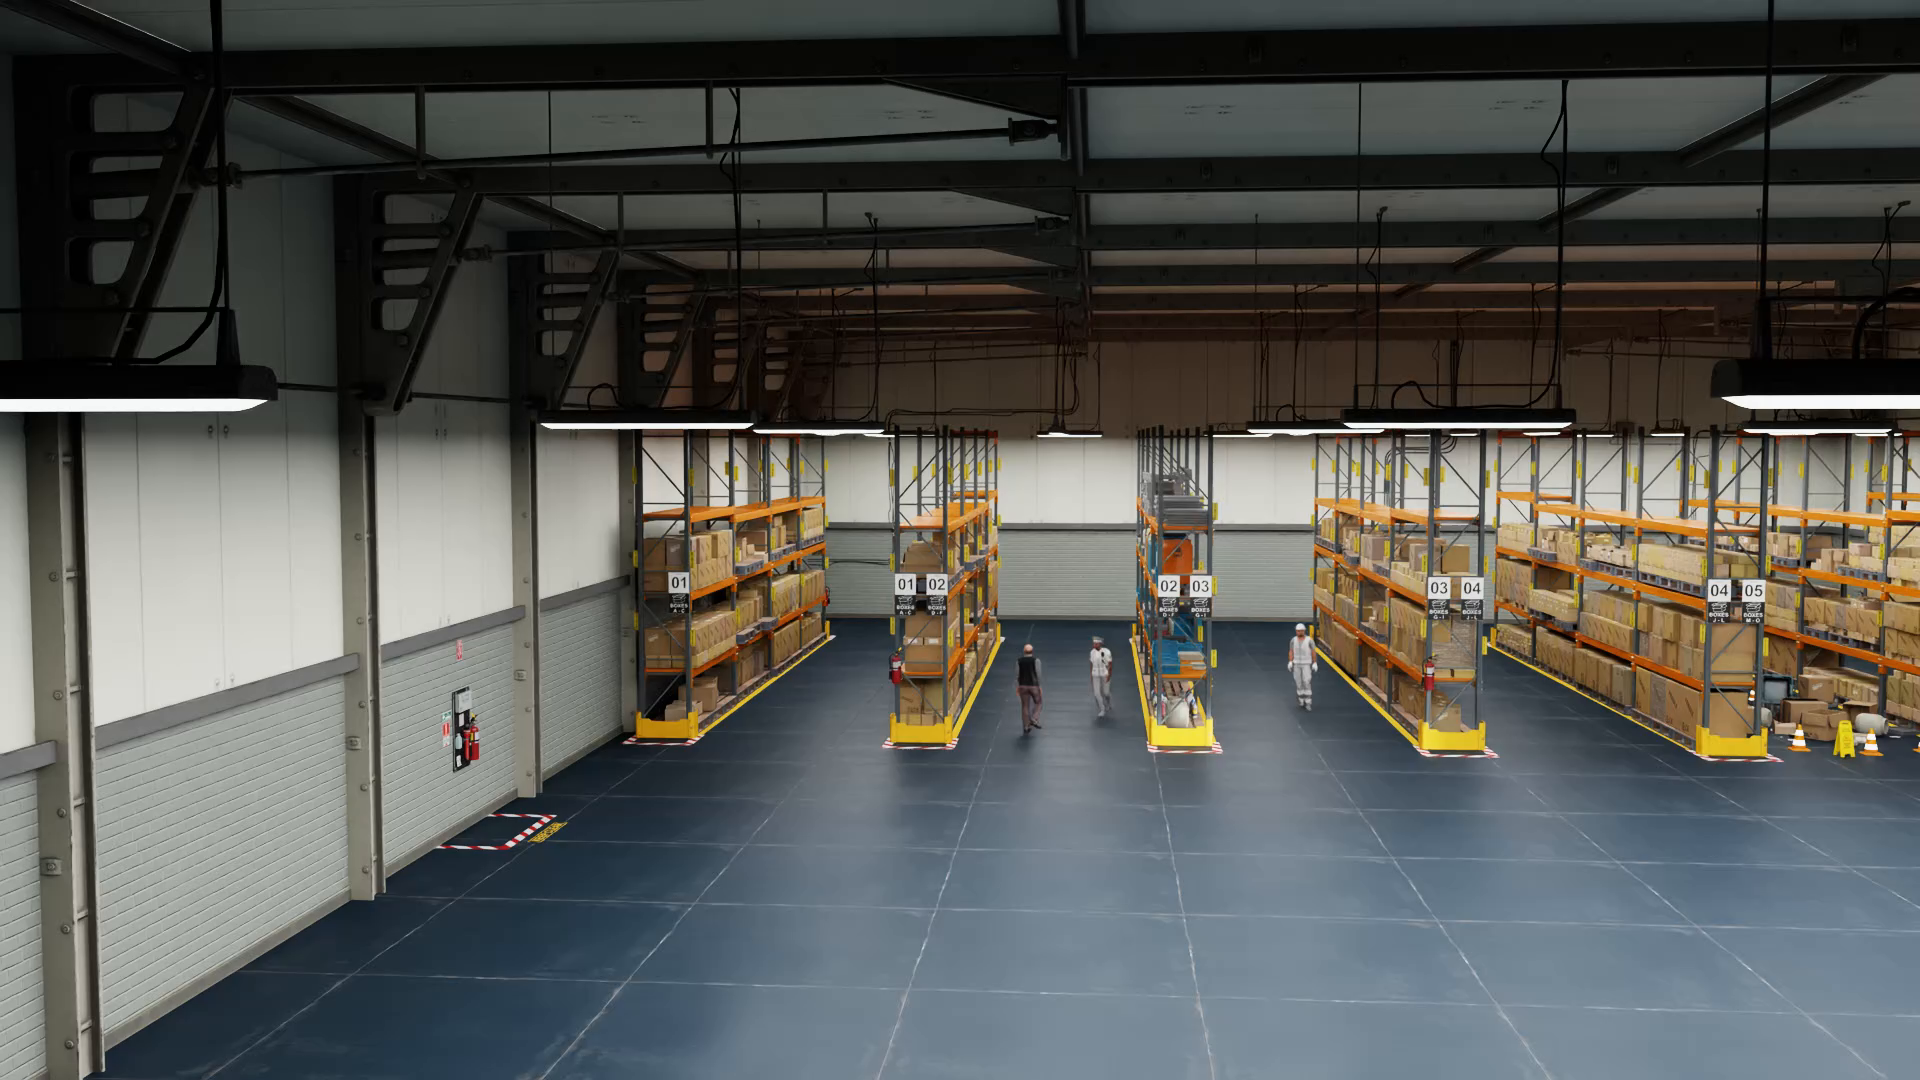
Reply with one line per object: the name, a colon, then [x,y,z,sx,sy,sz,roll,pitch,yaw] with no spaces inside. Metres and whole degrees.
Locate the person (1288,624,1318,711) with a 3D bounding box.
person: [7.297,2.695,35.546,0.623,1.791,0.639,2,4,31]

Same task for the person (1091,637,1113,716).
person: [2.956,2.824,34.681,0.504,1.649,0.562,1,4,21]

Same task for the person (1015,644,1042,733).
person: [1.349,2.896,32.591,0.567,1.710,0.464,1,4,17]
